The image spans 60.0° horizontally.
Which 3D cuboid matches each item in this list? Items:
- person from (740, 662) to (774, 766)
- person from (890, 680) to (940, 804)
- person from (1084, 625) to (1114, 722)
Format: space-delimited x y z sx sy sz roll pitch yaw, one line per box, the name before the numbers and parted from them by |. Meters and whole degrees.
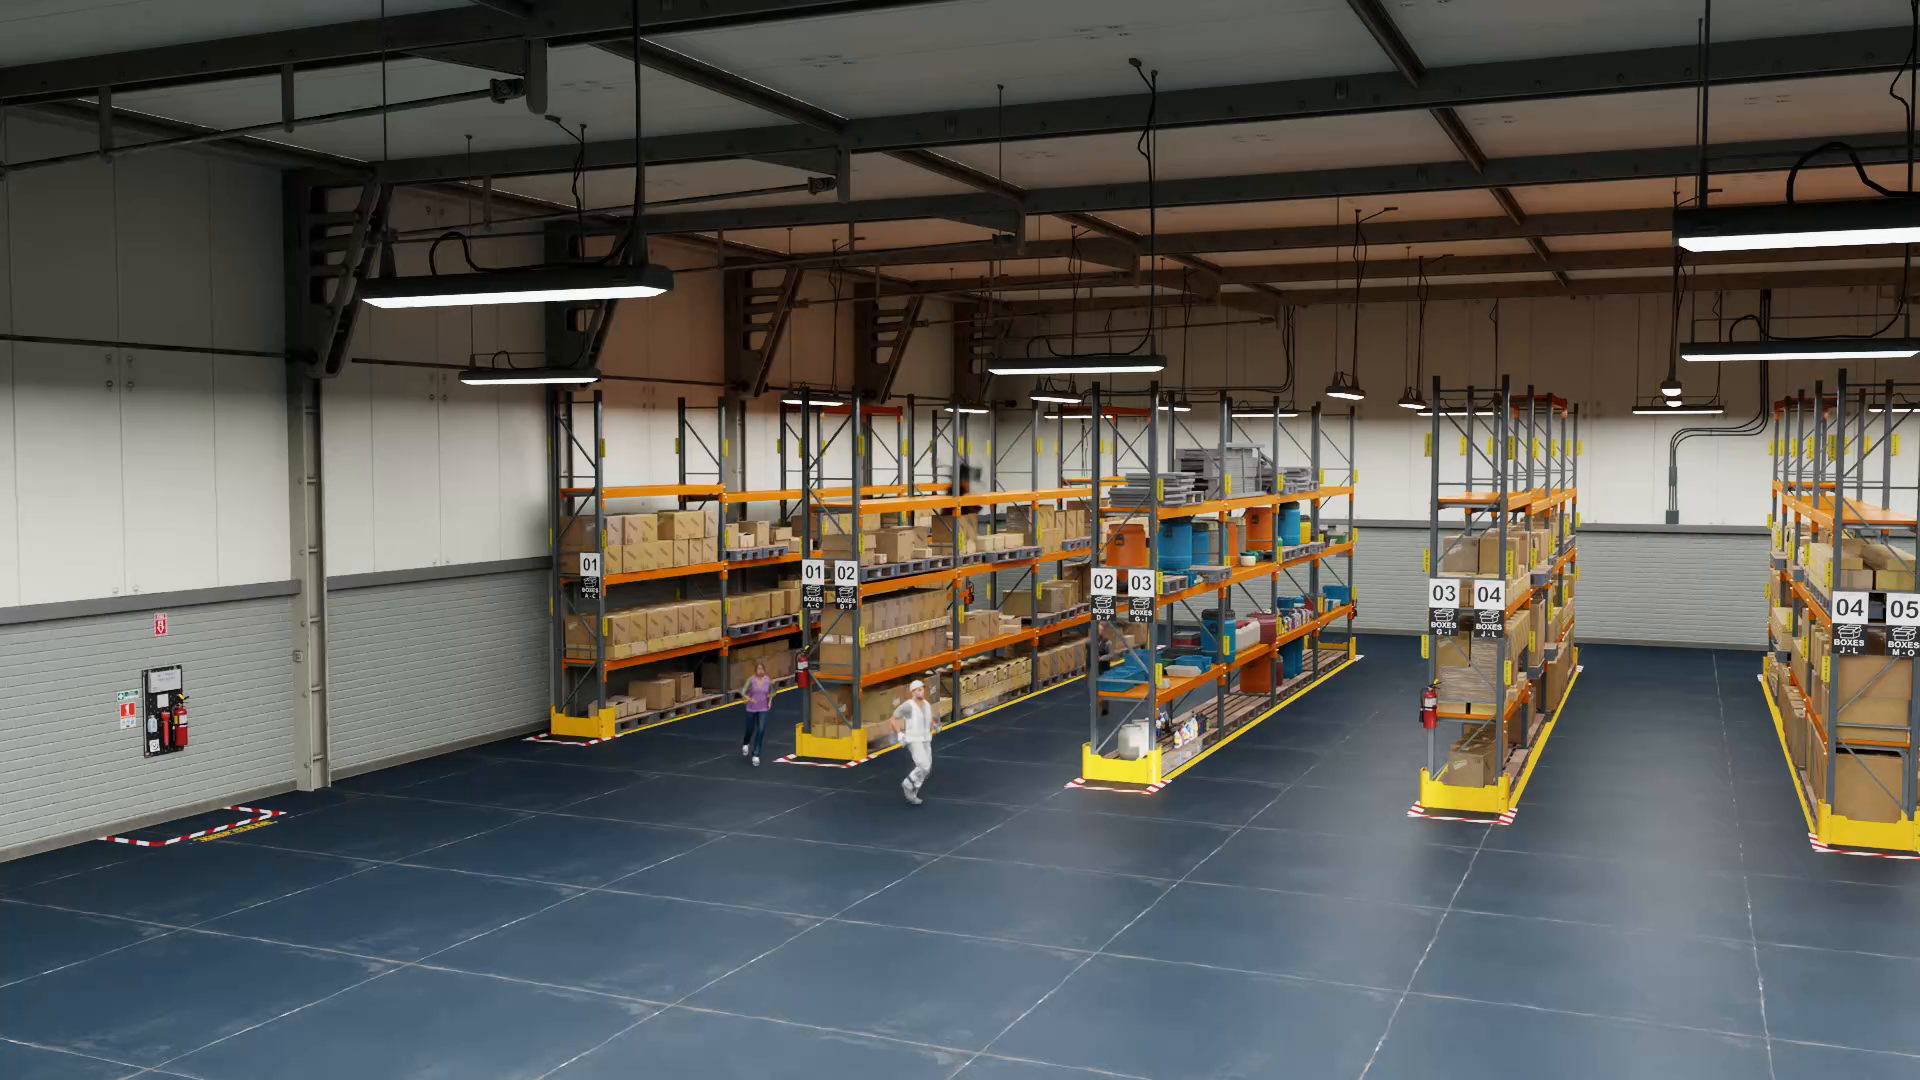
person | -3.231 2.743 26.556 0.563 1.601 0.809 -1 3 -16
person | -0.549 2.832 23.228 0.609 1.742 0.644 3 4 45
person | 2.528 2.432 30.377 0.621 1.775 0.834 1 3 18
